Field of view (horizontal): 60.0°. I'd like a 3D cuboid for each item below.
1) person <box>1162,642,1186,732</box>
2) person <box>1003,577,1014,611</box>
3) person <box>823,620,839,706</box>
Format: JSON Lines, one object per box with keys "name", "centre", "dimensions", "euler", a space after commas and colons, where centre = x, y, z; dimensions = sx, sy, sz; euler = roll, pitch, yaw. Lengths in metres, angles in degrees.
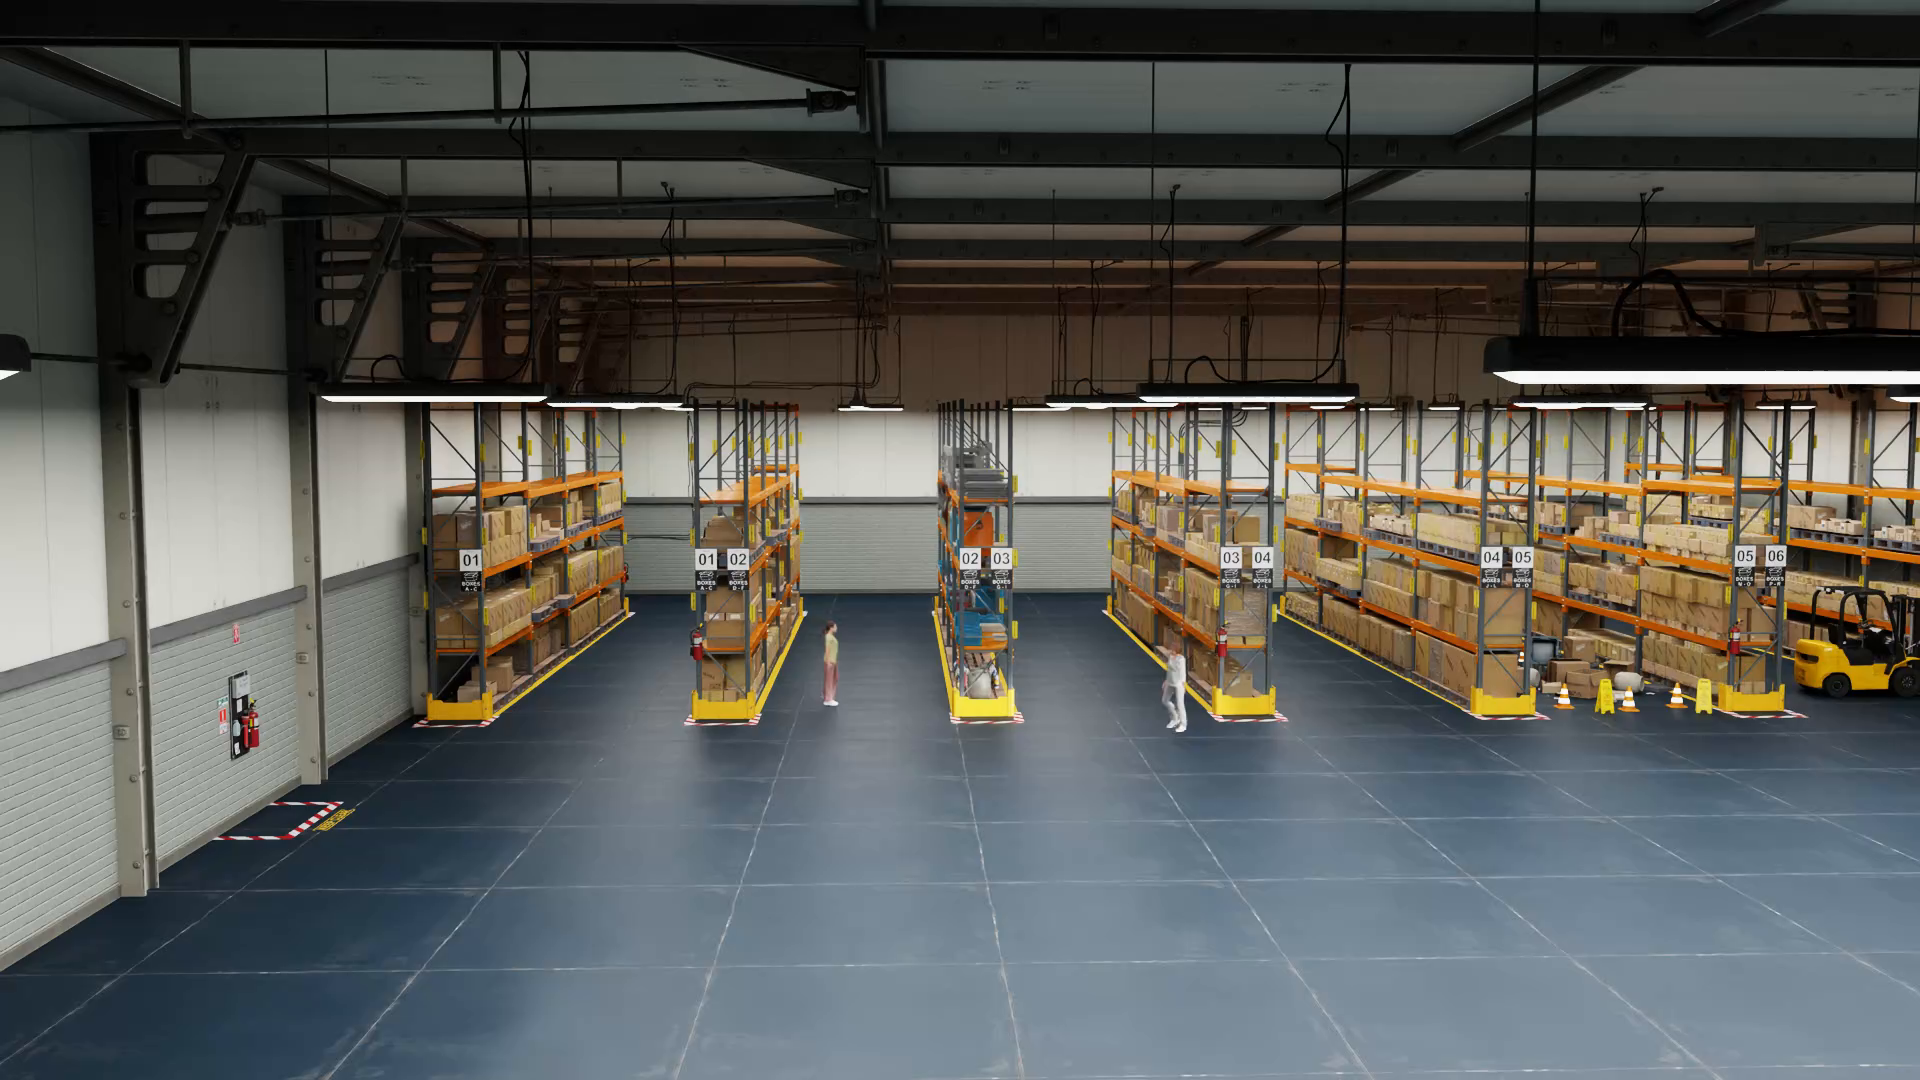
{"name": "person", "centre": [3.888, 2.633, 29.992], "dimensions": [0.354, 1.603, 0.486], "euler": [-3, 5, -31]}
{"name": "person", "centre": [1.247, 1.174, 48.248], "dimensions": [0.557, 1.753, 0.551], "euler": [-4, 6, -44]}
{"name": "person", "centre": [-2.541, 2.434, 32.684], "dimensions": [0.306, 1.713, 0.537], "euler": [0, 4, -1]}
